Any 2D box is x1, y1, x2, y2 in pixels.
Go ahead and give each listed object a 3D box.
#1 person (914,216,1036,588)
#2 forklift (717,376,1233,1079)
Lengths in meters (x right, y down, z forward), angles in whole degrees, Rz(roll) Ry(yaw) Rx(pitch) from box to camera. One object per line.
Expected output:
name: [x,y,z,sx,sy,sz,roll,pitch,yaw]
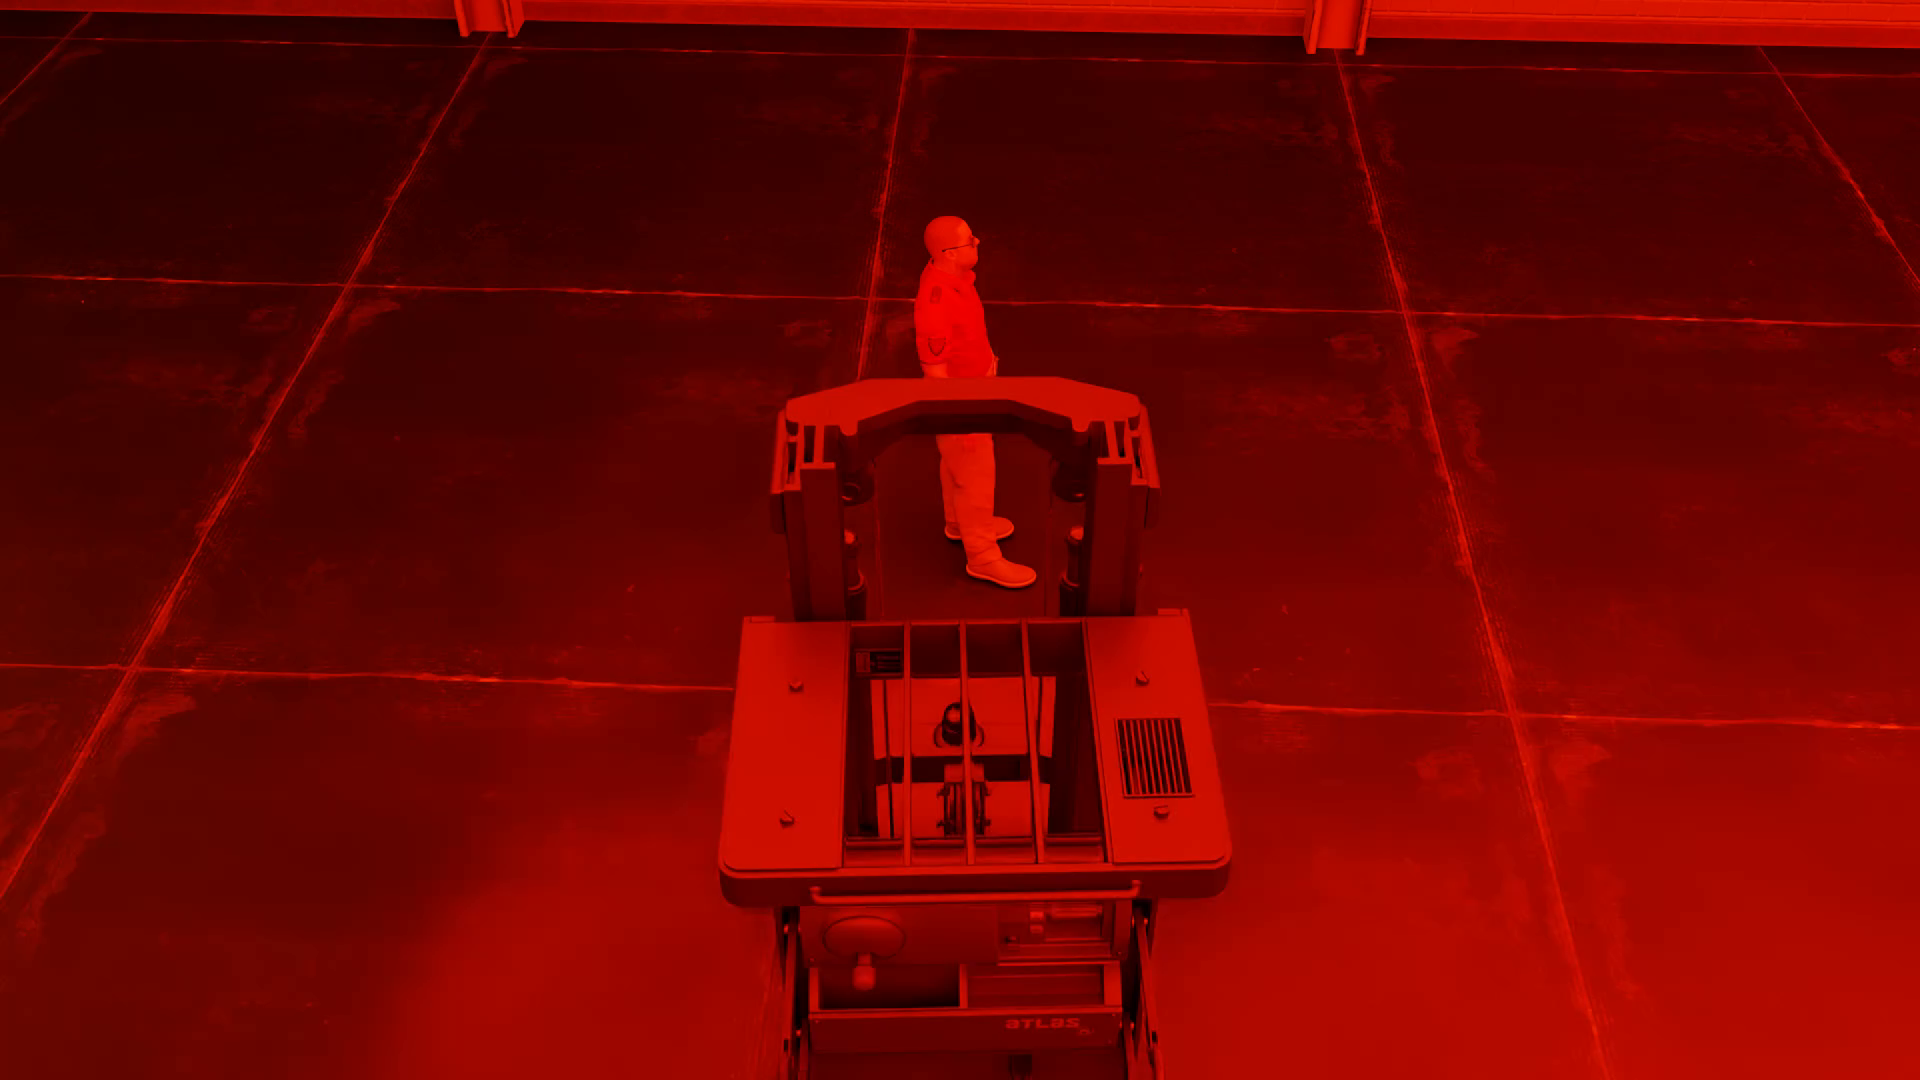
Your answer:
person: [0.089,-0.633,7.317,0.551,1.727,0.640,2,42,2]
forklift: [0.023,1.139,4.494,1.130,2.935,3.031,-1,42,-1]
